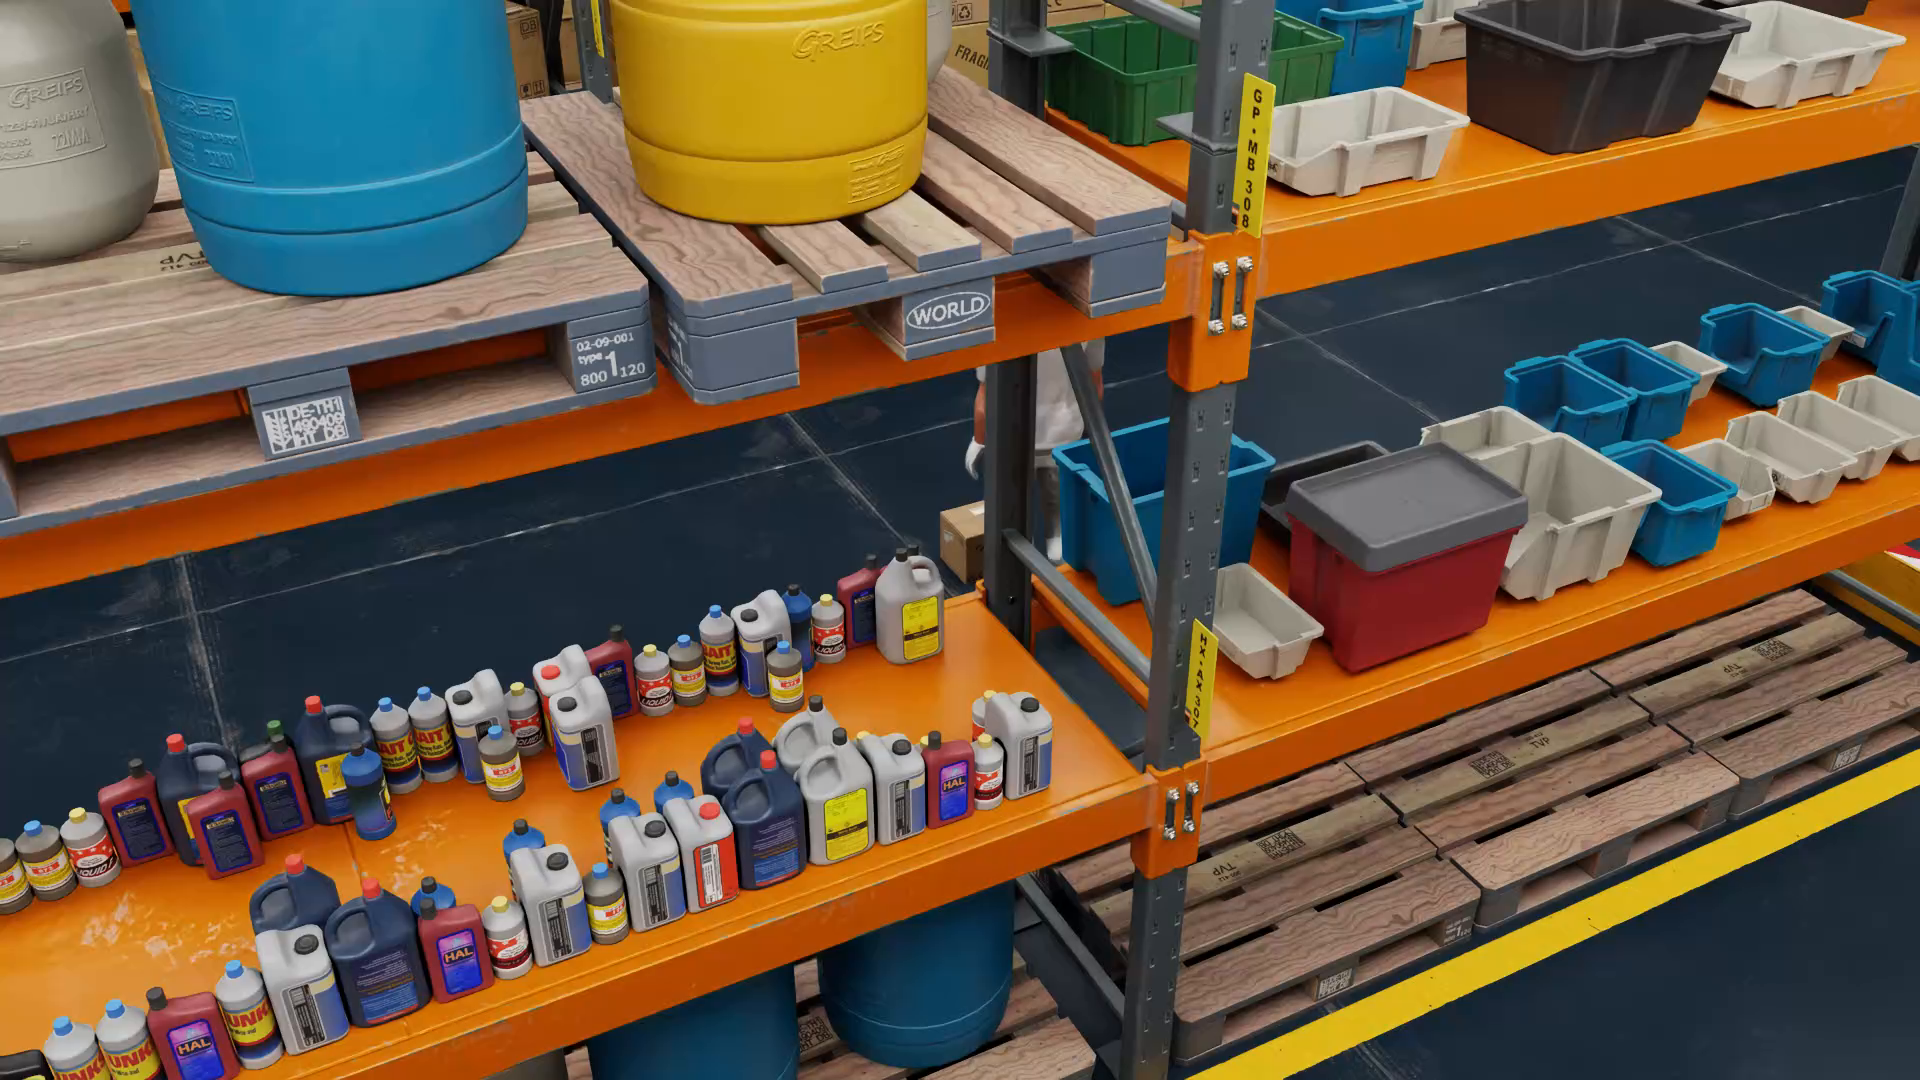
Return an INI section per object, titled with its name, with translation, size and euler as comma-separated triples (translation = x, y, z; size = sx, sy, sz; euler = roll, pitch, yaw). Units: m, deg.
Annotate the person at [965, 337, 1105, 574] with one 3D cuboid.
[person]
translation = 0.287, -0.415, 6.760
size = 0.565, 1.819, 0.466
euler = -10, 34, -15
